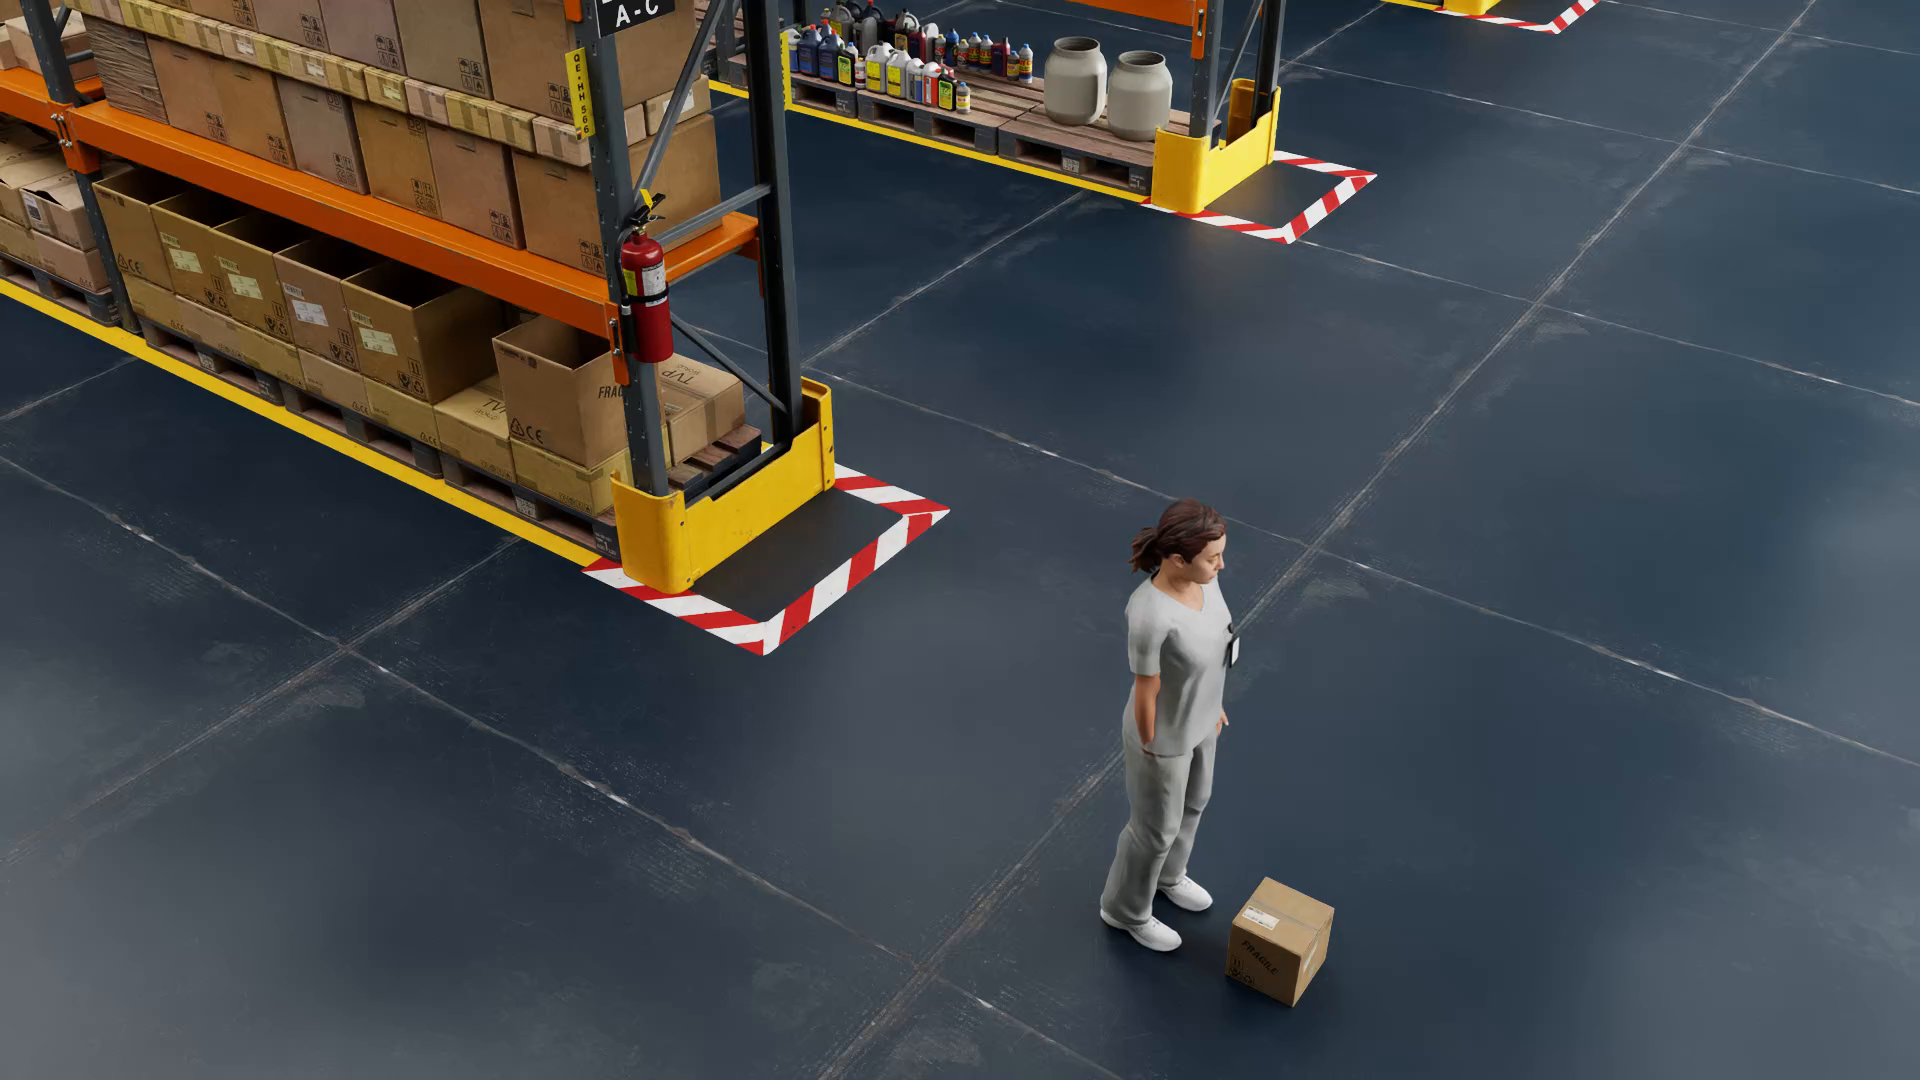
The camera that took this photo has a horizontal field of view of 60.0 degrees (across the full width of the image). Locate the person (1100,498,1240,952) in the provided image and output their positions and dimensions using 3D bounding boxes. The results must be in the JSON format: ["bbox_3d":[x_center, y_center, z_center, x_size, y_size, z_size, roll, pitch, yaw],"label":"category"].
[{"bbox_3d":[0.670,0.581,5.311,0.365,1.672,0.439,22,41,29],"label":"person"}]
